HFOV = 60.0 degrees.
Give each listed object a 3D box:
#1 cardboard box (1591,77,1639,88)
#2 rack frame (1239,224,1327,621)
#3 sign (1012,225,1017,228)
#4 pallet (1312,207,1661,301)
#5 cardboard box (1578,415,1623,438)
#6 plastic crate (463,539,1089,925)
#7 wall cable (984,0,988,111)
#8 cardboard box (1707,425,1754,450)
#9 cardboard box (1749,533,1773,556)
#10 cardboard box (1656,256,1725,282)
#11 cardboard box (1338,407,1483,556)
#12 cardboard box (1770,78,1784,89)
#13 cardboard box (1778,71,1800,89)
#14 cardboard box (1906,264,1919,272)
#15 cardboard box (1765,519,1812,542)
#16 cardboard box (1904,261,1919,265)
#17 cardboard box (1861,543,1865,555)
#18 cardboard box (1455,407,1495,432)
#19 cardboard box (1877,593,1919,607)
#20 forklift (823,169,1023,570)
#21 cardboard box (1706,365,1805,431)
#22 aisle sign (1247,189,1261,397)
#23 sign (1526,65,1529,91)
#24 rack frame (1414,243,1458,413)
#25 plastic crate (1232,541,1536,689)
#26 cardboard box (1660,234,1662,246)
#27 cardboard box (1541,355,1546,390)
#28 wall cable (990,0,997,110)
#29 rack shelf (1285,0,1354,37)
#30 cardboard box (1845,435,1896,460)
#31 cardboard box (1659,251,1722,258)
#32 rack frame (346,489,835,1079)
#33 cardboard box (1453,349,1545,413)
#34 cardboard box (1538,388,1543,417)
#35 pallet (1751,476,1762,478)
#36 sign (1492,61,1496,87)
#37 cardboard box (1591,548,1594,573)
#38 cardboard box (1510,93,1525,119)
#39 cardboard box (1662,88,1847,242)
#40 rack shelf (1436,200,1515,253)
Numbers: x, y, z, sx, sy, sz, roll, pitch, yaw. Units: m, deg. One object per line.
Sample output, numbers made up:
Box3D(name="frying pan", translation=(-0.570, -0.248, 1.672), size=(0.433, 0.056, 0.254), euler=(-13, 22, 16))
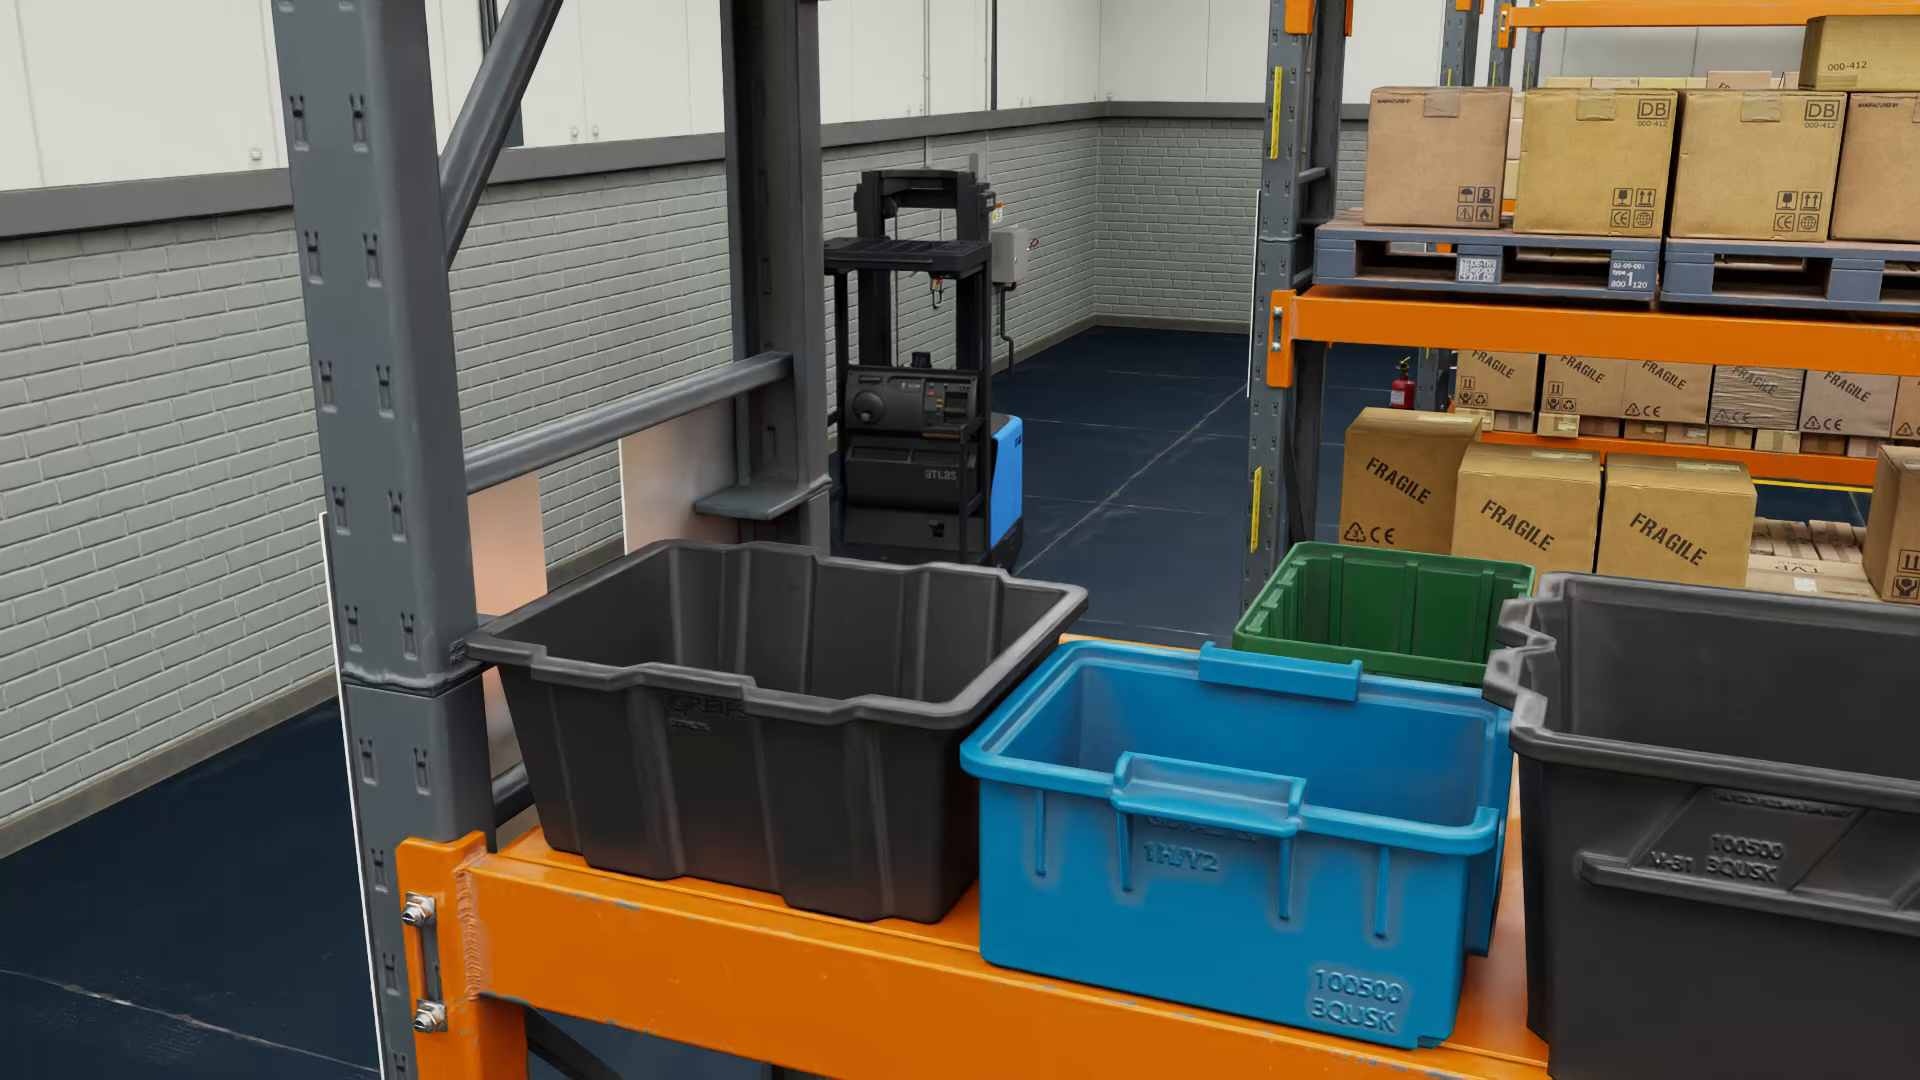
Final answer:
Box3D(name="cardboard box", translation=(7.608, -5.249, 19.332), size=(0.500, 0.250, 0.500), euler=(6, 17, 20))
Box3D(name="rack frame", translation=(1.367, 0.193, 7.128), size=(0.127, 3.000, 1.000), euler=(6, 17, 21))
Box3D(name="sign", translation=(0.644, -3.581, 20.300), size=(0.001, 0.494, 0.329), euler=(6, 17, 21))
Box3D(name="pallet", translation=(2.061, -1.132, 6.470), size=(1.213, 0.211, 1.003), euler=(6, 17, 21))
Box3D(name="cardboard box", translation=(4.236, -0.796, 10.987), size=(0.250, 0.149, 0.380), euler=(7, 18, 23))
Box3D(name="plastic crate", translation=(-0.194, 0.212, 1.919), size=(0.590, 0.269, 0.497), euler=(6, 17, 21))
Box3D(name="wall cable", translation=(-0.113, -5.962, 17.569), size=(0.029, 3.000, 2.355), euler=(6, 17, 21))
Box3D(name="cardboard box", translation=(4.932, -0.698, 10.648), size=(0.250, 0.149, 0.380), euler=(7, 18, 23))
Box3D(name="cardboard box", translation=(5.144, 0.071, 10.842), size=(0.250, 0.149, 0.380), euler=(6, 17, 21))
Box3D(name="cardboard box", translation=(4.549, -1.530, 10.558), size=(0.500, 0.500, 0.500), euler=(6, 17, 19))
Box3D(name="cardboard box", translation=(1.917, -0.256, 7.066), size=(0.500, 0.500, 0.500), euler=(7, 17, 21))
Box3D(name="cardboard box", translation=(9.040, -5.100, 18.819), size=(0.500, 0.250, 0.500), euler=(7, 17, 22))
Box3D(name="cardboard box", translation=(7.458, -3.837, 14.513), size=(0.637, 0.503, 0.797), euler=(8, 18, 25))
Box3D(name="cardboard box", translation=(5.983, -1.374, 10.021), size=(0.500, 0.500, 0.500), euler=(6, 17, 19))
Box3D(name="cardboard box", translation=(5.528, -0.012, 11.128), size=(0.250, 0.149, 0.380), euler=(6, 17, 18))
Box3D(name="cardboard box", translation=(6.184, -1.503, 10.465), size=(0.500, 0.500, 0.500), euler=(6, 17, 19))
Box3D(name="cardboard box", translation=(5.876, 0.153, 10.560), size=(0.250, 0.149, 0.380), euler=(7, 18, 22))
Box3D(name="cardboard box", translation=(3.462, -0.844, 11.152), size=(0.250, 0.149, 0.380), euler=(6, 17, 20))
Box3D(name="cardboard box", translation=(3.802, 0.312, 6.455), size=(0.500, 0.250, 0.500), euler=(7, 17, 22))
Box3D(name="forklift", translation=(-0.389, -0.959, 11.219), size=(1.130, 2.935, 3.031), euler=(4, 17, 14))
Box3D(name="cardboard box", translation=(5.032, -1.004, 10.539), size=(0.500, 0.500, 0.500), euler=(6, 17, 19))
Box3D(name="aisle sign", translation=(1.190, -0.985, 6.523), size=(0.004, 0.787, 0.394), euler=(6, 17, 21))
Box3D(name="sign", translation=(6.622, -5.384, 19.392), size=(0.005, 0.325, 0.100), euler=(6, 17, 21))
Box3D(name="rack frame", translation=(3.281, -1.083, 11.524), size=(0.127, 3.000, 1.000), euler=(6, 17, 21))
Box3D(name="plastic crate", translation=(0.572, 0.166, 2.222), size=(0.336, 0.188, 0.450), euler=(6, 17, 21))
Box3D(name="cardboard box", translation=(6.310, -2.681, 15.054), size=(0.500, 0.500, 0.500), euler=(6, 17, 20))
Box3D(name="cardboard box", translation=(3.793, -1.295, 11.540), size=(0.500, 0.500, 0.500), euler=(7, 17, 22))
Box3D(name="wall cable", translation=(0.944, -6.698, 20.039), size=(0.133, 3.039, 2.988), euler=(6, 17, 21))
Box3D(name="rack shelf", translation=(3.228, -1.946, 5.743), size=(4.000, 0.370, 1.077), euler=(6, 17, 21))
Box3D(name="cardboard box", translation=(5.650, -0.615, 10.364), size=(0.250, 0.149, 0.380), euler=(5, 17, 18))
Box3D(name="cardboard box", translation=(4.756, -1.669, 11.036), size=(0.500, 0.500, 0.500), euler=(7, 18, 23))
Box3D(name="rack frame", translation=(-0.450, 1.478, 2.703), size=(0.127, 3.000, 1.000), euler=(6, 17, 21))
Box3D(name="cardboard box", translation=(3.597, -1.156, 11.063), size=(0.500, 0.500, 0.500), euler=(7, 18, 23))
Box3D(name="cardboard box", translation=(4.144, -0.945, 11.500), size=(0.250, 0.149, 0.380), euler=(6, 17, 20))
Box3D(name="pallet", translation=(6.907, -0.851, 15.727), size=(1.213, 0.211, 1.003), euler=(6, 17, 21))
Box3D(name="sign", translation=(4.794, -4.132, 14.937), size=(0.005, 0.325, 0.100), euler=(6, 17, 21))
Box3D(name="cardboard box", translation=(2.387, 0.155, 6.995), size=(0.500, 0.250, 0.500), euler=(6, 17, 20))
Box3D(name="cardboard box", translation=(3.499, -2.791, 10.684), size=(0.250, 0.149, 0.380), euler=(6, 17, 20))
Box3D(name="cardboard box", translation=(2.848, -1.377, 6.043), size=(0.500, 0.500, 0.700), euler=(5, 17, 17))
Box3D(name="rack shelf", translation=(5.141, -1.973, 10.501), size=(4.000, 0.370, 1.077), euler=(6, 17, 21))
